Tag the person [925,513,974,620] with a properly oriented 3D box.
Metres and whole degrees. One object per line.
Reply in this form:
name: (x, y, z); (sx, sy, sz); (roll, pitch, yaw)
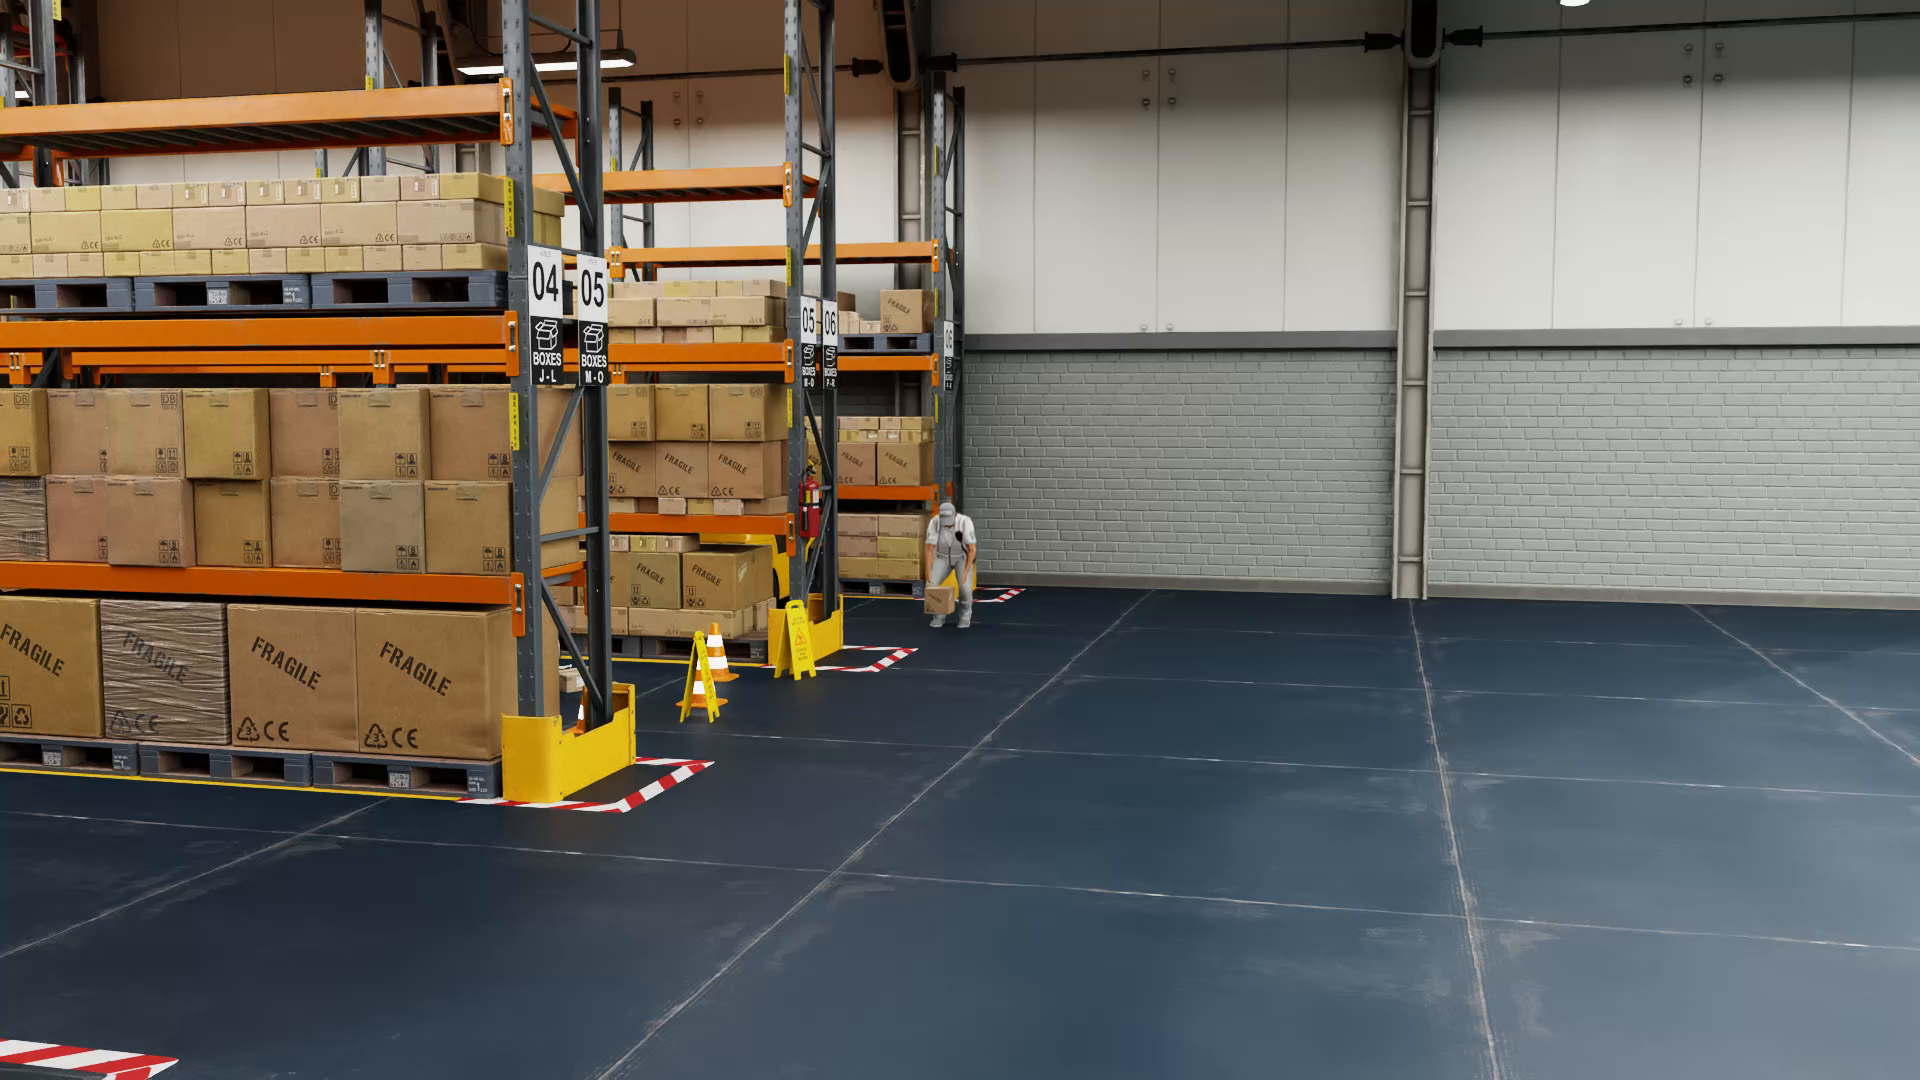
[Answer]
person: (-0.068, 0.260, 17.007); (0.494, 1.126, 0.549); (1, 5, 14)
